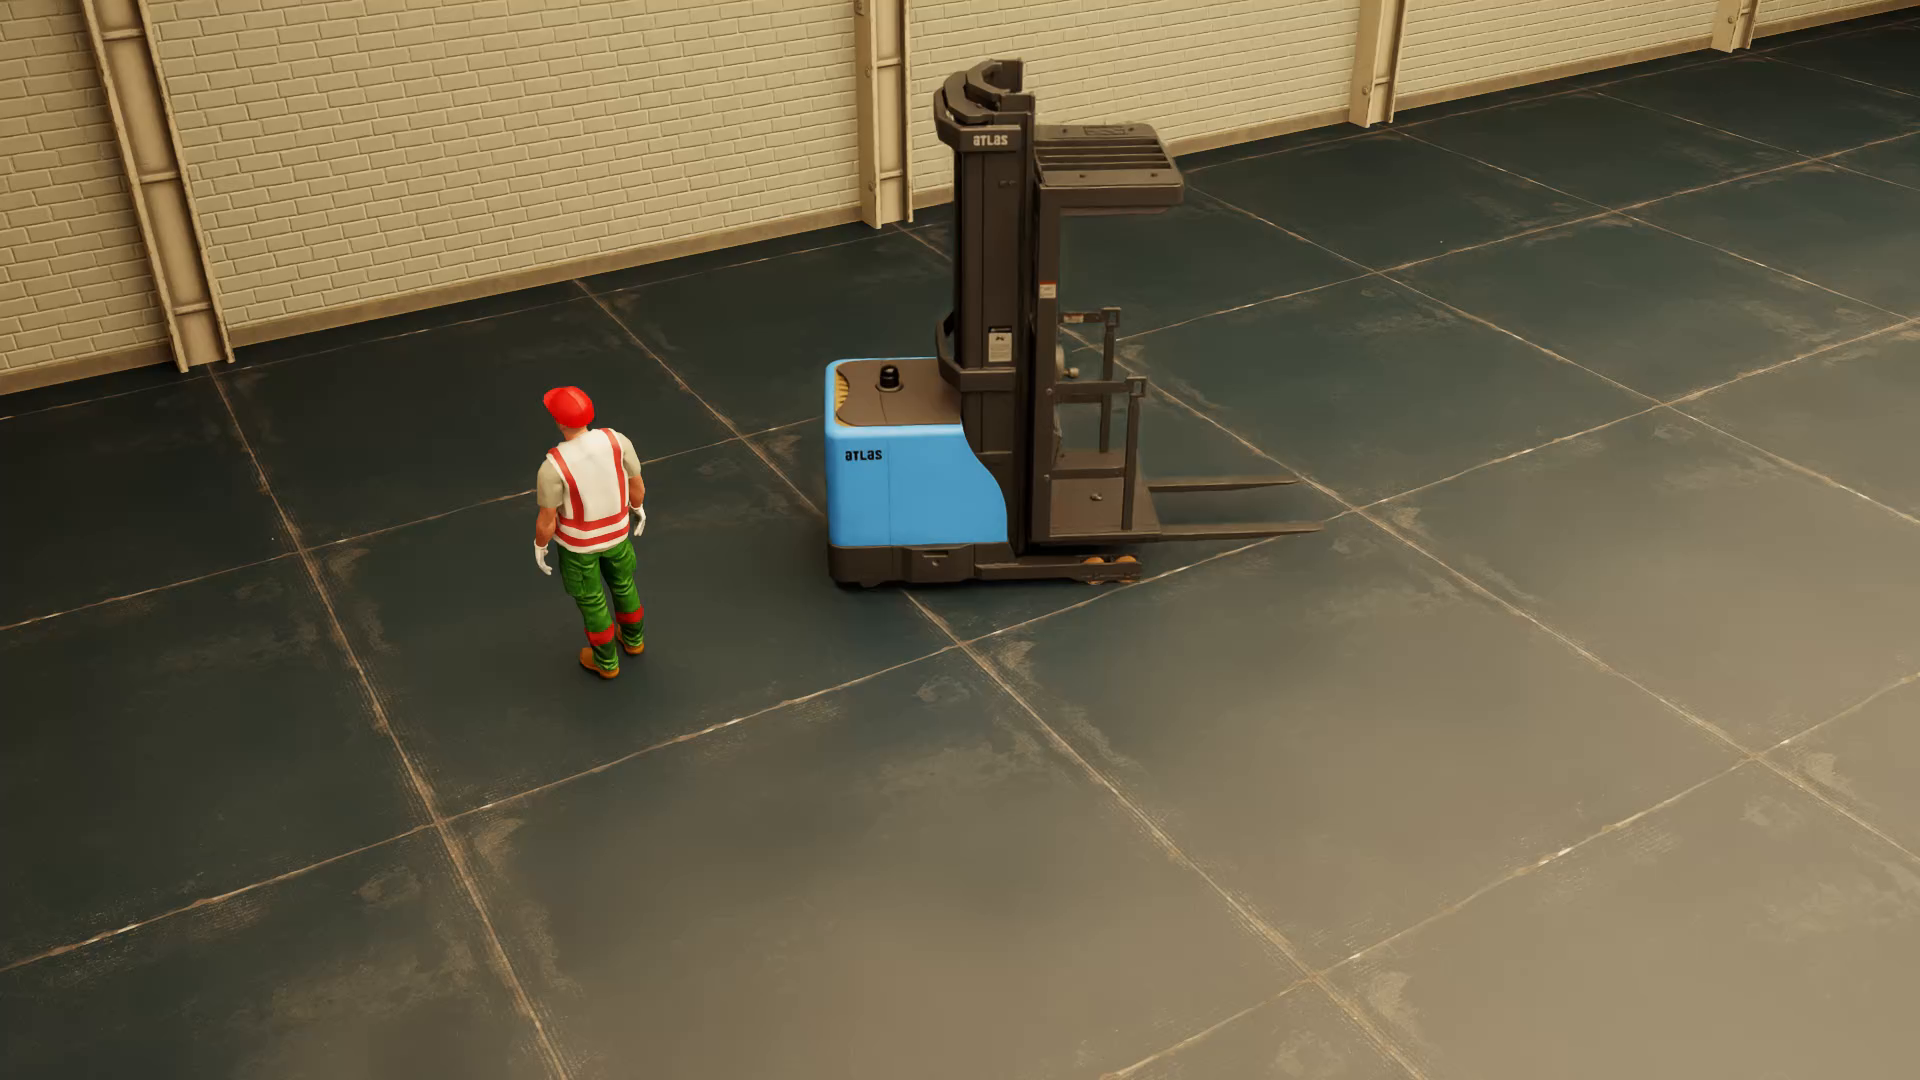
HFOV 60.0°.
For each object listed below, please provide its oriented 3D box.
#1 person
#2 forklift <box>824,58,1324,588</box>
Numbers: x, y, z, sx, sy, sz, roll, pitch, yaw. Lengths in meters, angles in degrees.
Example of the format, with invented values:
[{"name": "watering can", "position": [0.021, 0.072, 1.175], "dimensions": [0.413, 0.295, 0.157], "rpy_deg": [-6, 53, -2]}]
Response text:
[{"name": "person", "position": [-1.986, -0.061, 8.847], "dimensions": [0.638, 1.786, 0.566], "rpy_deg": [-21, 37, -31]}, {"name": "forklift", "position": [0.698, -1.257, 9.746], "dimensions": [3.031, 2.935, 1.130], "rpy_deg": [-2, 31, -3]}]
